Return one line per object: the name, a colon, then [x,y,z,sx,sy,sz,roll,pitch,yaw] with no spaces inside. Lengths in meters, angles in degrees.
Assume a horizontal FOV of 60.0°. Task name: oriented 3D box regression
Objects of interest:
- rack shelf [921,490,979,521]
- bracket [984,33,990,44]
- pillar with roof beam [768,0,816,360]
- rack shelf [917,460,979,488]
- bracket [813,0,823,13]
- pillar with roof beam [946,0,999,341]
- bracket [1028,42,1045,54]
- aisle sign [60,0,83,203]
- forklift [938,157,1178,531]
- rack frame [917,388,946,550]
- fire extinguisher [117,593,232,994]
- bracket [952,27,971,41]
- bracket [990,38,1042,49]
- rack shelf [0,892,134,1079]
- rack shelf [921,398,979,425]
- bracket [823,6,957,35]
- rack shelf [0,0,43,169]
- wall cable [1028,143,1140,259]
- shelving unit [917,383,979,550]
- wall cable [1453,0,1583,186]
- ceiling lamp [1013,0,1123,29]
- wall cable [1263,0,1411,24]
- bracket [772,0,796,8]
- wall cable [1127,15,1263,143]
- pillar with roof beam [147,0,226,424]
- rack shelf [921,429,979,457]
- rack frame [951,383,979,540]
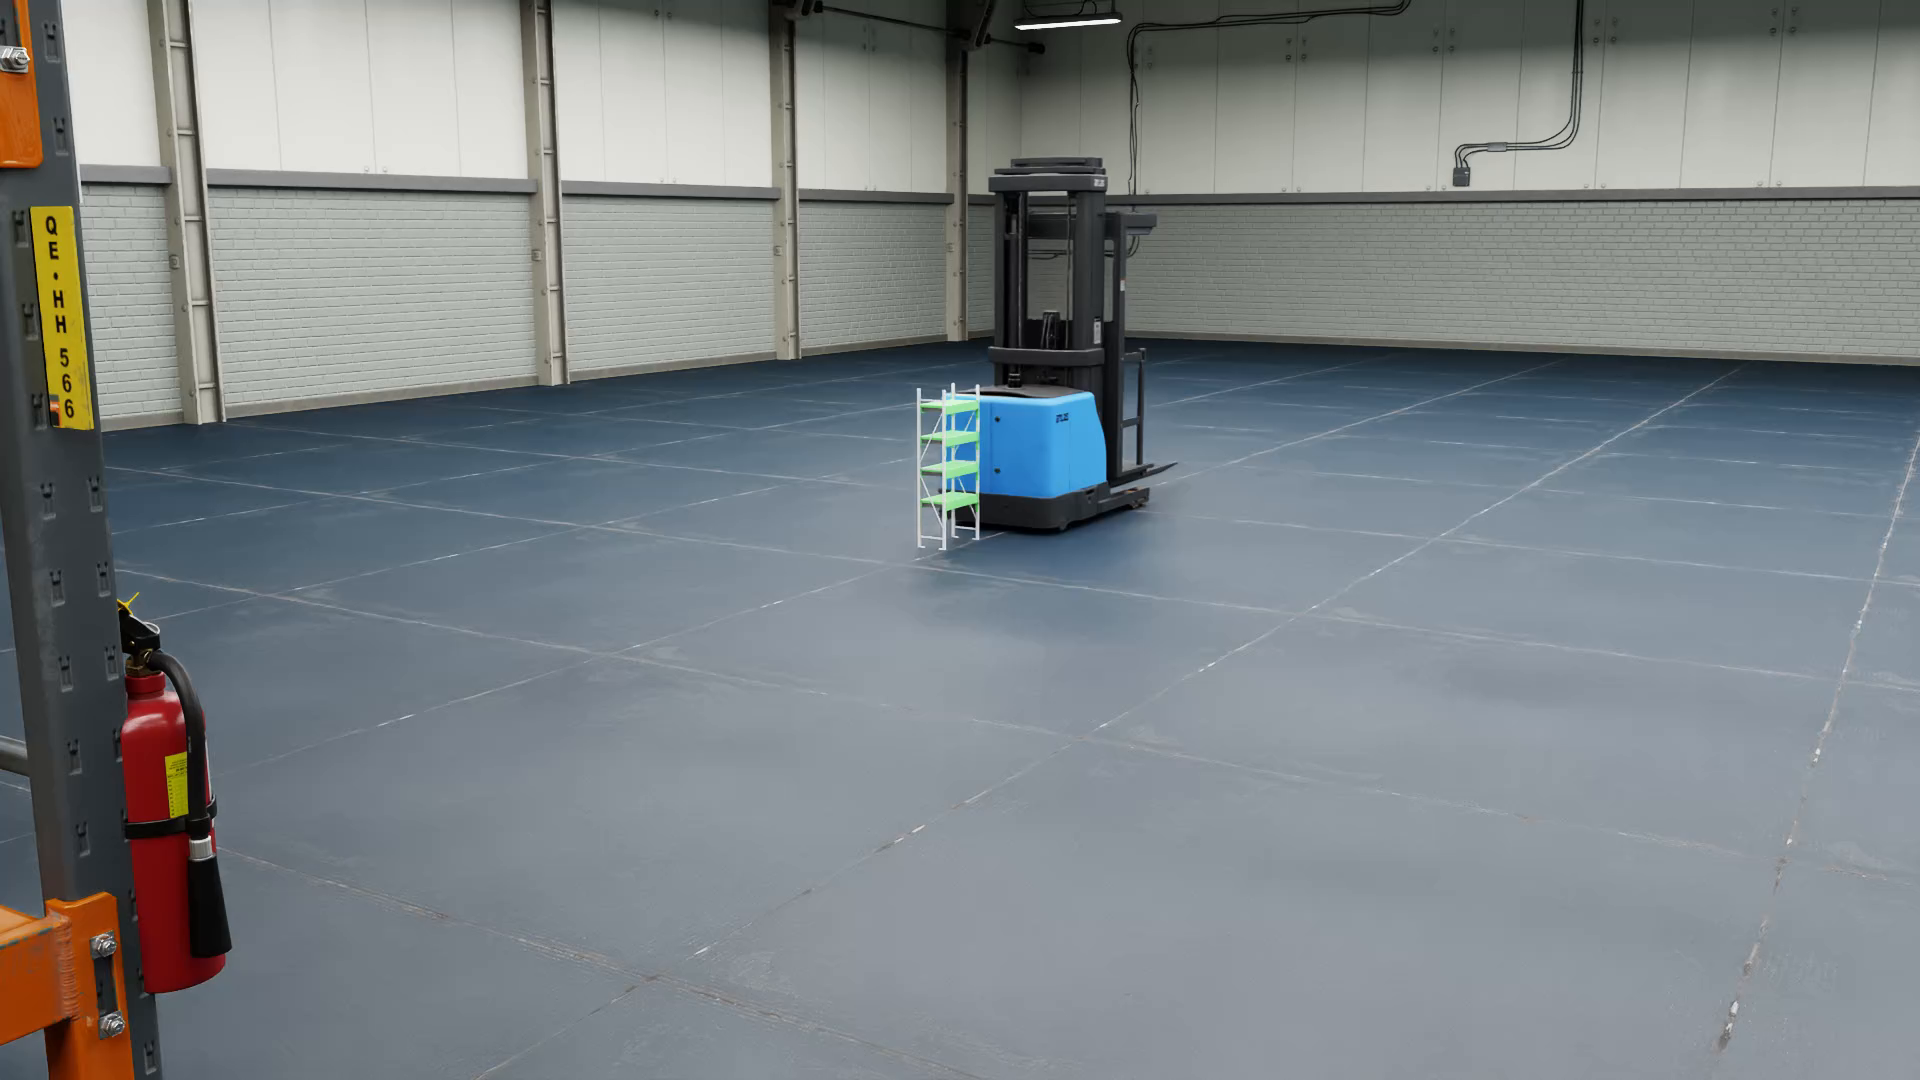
rack shelf: [-0.086,-0.265,12.675,0.258,0.148,0.480,6,12,31]
bracket: [0.457,-10.523,34.843,0.235,0.232,0.430,6,12,31]
pillar with roof beam: [0.502,-7.368,27.770,9.100,9.000,0.548,6,12,31]
rack shelf: [-0.086,-0.501,12.631,0.258,0.148,0.480,6,12,31]
bracket: [-2.658,-9.580,29.803,0.235,0.232,0.430,6,12,31]
pillar with roof beam: [3.617,-8.311,32.810,9.100,9.000,0.548,6,12,31]
bracket: [1.687,-10.896,36.834,0.235,0.232,0.430,6,12,31]
aisle sign: [-1.503,-0.918,2.555,0.394,0.787,0.004,6,12,31]
forklift: [0.993,-1.740,14.198,1.130,2.935,3.031,6,12,29]
rack frame: [-0.213,-0.525,12.414,0.240,1.200,0.015,6,12,31]
fire extinguisher: [-1.338,0.405,2.763,0.296,0.674,0.183,6,12,31]
bracket: [0.026,-10.393,34.146,0.235,0.232,0.430,6,12,31]
bracket: [1.380,-10.803,36.338,0.076,0.066,3.189,6,12,31]
rack shelf: [-2.830,1.009,1.281,1.077,0.370,4.000,6,12,31]
rack shelf: [-0.086,-0.973,12.543,0.258,0.148,0.480,6,12,31]
bracket: [-1.312,-9.988,31.982,0.076,0.066,4.783,6,12,31]
rack shelf: [-2.830,-0.465,1.005,1.077,0.370,4.000,6,12,31]
wall cable: [2.597,-7.533,37.093,3.097,2.526,0.112,6,12,31]
shelving unit: [-0.086,-0.564,12.619,0.258,1.200,0.503,6,12,31]
wall cable: [10.703,-9.822,31.636,2.305,6.003,0.169,6,12,31]
ceiling lamp: [1.991,-10.530,28.800,2.000,3.185,0.800,6,12,31]
wall cable: [7.555,-11.697,33.250,3.097,2.526,0.112,6,12,31]
bracket: [-3.089,-9.449,29.106,0.235,0.232,0.430,6,12,31]
wall cable: [4.910,-9.757,35.247,3.097,2.526,0.112,6,12,31]
pillar with roof beam: [-5.728,-5.481,17.689,9.100,9.000,0.400,6,12,31]
rack shelf: [-0.086,-0.737,12.587,0.258,0.148,0.480,6,12,31]
rack frame: [0.041,-0.602,12.824,0.240,1.200,0.015,6,12,31]
